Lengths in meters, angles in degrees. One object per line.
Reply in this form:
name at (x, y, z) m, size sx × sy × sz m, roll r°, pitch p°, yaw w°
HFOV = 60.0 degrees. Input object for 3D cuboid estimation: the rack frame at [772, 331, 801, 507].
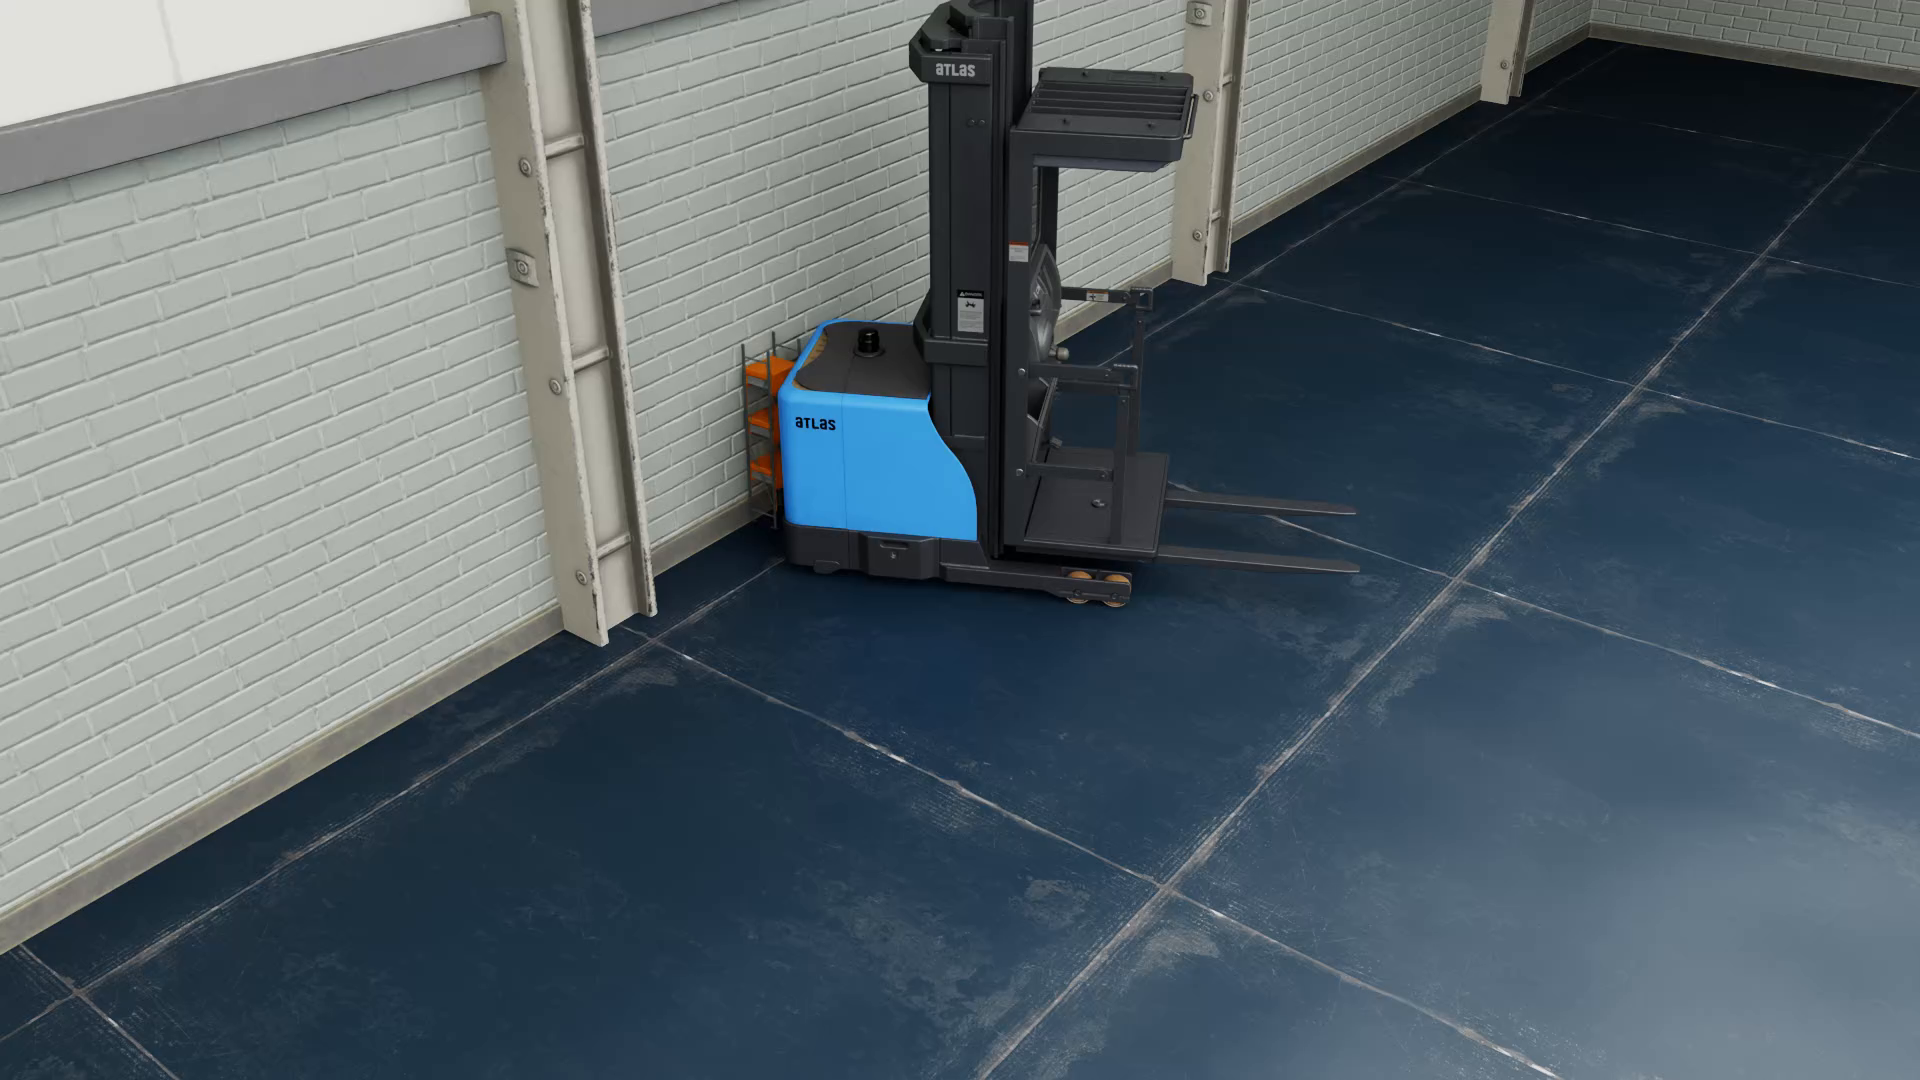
rack frame at (-0.952, -0.643, 9.265) m, size 0.200 × 1.050 × 0.008 m, roll 19°, pitch 32°, yaw 32°

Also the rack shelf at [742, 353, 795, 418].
rack shelf at (-1.020, -0.844, 9.054) m, size 0.215 × 0.259 × 0.240 m, roll 19°, pitch 32°, yaw 32°

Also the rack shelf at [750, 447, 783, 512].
rack shelf at (-1.028, -0.342, 9.307) m, size 0.215 × 0.259 × 0.240 m, roll 19°, pitch 32°, yaw 32°

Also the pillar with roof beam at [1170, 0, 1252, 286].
pillar with roof beam at (5.250, -4.576, 8.145) m, size 9.100 × 9.000 × 0.400 m, roll 21°, pitch 37°, yaw 31°

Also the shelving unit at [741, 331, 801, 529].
shelving unit at (-1.024, -0.600, 9.177) m, size 0.215 × 1.050 × 0.252 m, roll 19°, pitch 32°, yaw 32°

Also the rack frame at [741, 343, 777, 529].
rack frame at (-1.096, -0.556, 9.089) m, size 0.200 × 1.050 × 0.008 m, roll 19°, pitch 32°, yaw 32°

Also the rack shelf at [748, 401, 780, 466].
rack shelf at (-1.024, -0.590, 9.182) m, size 0.215 × 0.259 × 0.240 m, roll 19°, pitch 32°, yaw 32°

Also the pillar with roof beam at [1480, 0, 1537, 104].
pillar with roof beam at (8.872, -7.015, 12.260) m, size 9.100 × 9.000 × 0.400 m, roll 21°, pitch 37°, yaw 31°

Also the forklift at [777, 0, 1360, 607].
forklift at (0.620, -1.206, 8.410) m, size 3.031 × 2.935 × 1.130 m, roll 5°, pitch 31°, yaw 8°

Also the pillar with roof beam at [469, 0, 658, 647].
pillar with roof beam at (1.628, -2.137, 4.030) m, size 9.100 × 9.000 × 0.400 m, roll 21°, pitch 37°, yaw 31°
